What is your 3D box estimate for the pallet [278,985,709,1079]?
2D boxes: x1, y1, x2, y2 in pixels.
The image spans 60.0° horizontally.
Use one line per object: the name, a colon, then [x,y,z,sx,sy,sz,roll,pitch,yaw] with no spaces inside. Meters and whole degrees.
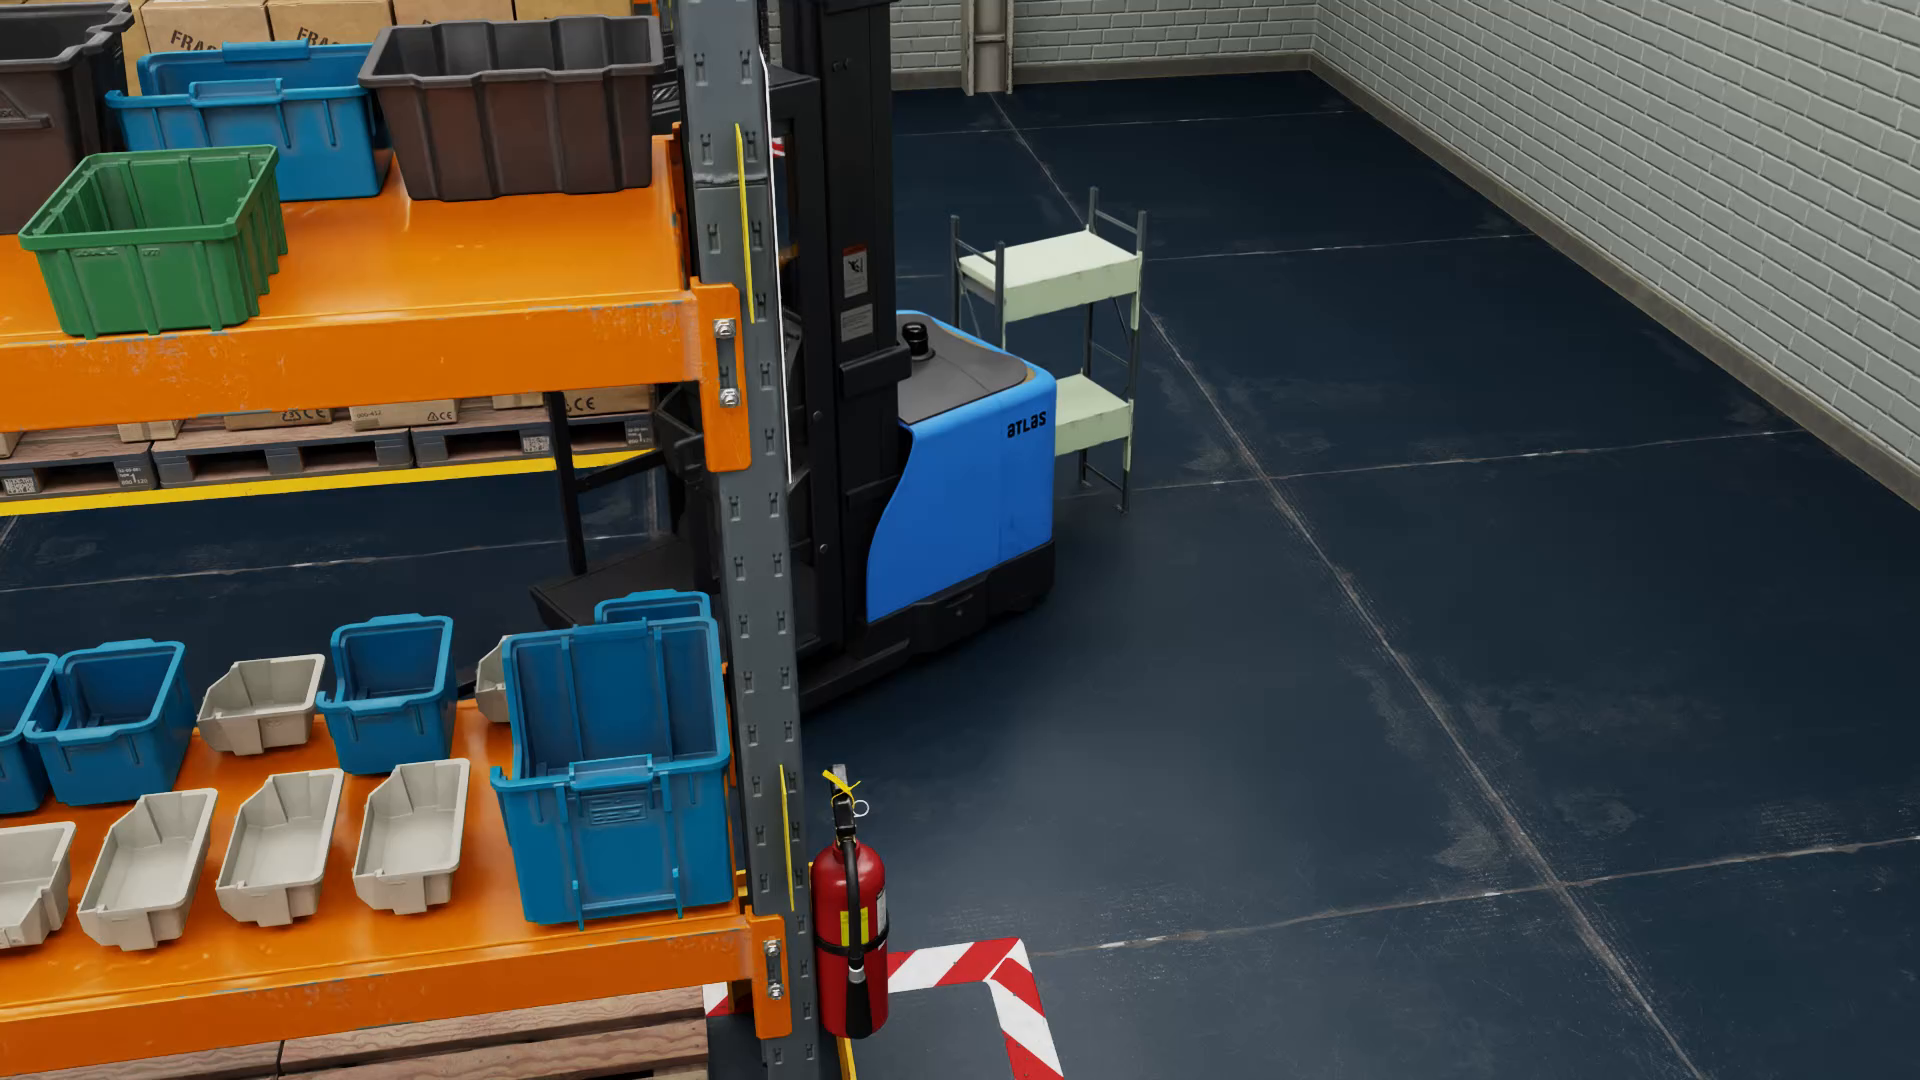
pallet: [-1.302,1.693,4.663,1.213,0.211,1.003,-5,31,-9]

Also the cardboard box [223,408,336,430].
cardboard box: [-3.460,-0.958,8.448,0.637,0.503,0.797,-5,31,-9]

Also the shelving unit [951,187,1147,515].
shelving unit: [0.385,-0.762,7.566,0.755,1.500,0.431,-17,35,-27]

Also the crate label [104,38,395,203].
crate label: [-1.450,-0.871,3.460,0.502,0.251,0.408,-5,31,-9]

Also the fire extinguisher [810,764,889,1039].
fire extinguisher: [-0.254,0.842,3.804,0.183,0.674,0.296,-5,31,-9]

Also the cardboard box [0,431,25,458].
cardboard box: [-4.855,-0.631,8.083,0.500,0.311,0.500,-5,31,-9]

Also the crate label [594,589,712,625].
crate label: [-0.786,0.339,4.320,0.303,0.233,0.416,-5,31,-9]

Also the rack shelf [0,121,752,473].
rack shelf: [-2.451,-0.366,3.163,4.000,0.370,1.077,-5,31,-9]

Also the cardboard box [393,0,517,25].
cardboard box: [-2.258,-2.285,7.592,0.500,0.500,0.500,-4,31,-8]

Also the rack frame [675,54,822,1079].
rack frame: [-0.484,0.435,4.052,0.127,3.000,1.000,-5,31,-9]

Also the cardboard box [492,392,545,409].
cardboard box: [-2.278,-0.839,8.579,0.250,0.166,0.380,-5,31,-9]

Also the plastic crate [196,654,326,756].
plastic crate: [-1.784,0.431,4.259,0.298,0.136,0.250,-5,31,-9]

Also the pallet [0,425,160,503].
pallet: [-4.631,-0.530,8.444,1.213,0.211,1.003,-5,31,-9]

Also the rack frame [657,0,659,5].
rack frame: [-2.268,-4.505,12.452,0.127,3.000,1.000,-5,31,-9]

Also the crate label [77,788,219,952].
crate label: [-1.811,0.744,3.726,0.243,0.136,0.396,-5,31,-9]

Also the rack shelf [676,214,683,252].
rack shelf: [-3.340,-1.543,8.124,4.000,0.370,1.077,-5,31,-9]

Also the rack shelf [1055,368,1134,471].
rack shelf: [0.385,-0.481,7.731,0.720,0.370,0.431,-17,35,-27]

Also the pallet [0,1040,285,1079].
pallet: [-2.500,1.802,4.477,1.213,0.211,1.003,-5,31,-9]

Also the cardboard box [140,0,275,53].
cardboard box: [-3.272,-2.189,7.428,0.500,0.500,0.500,-4,31,-7]

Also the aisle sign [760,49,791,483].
aisle sign: [-0.360,-0.547,3.155,0.004,0.787,0.394,-5,31,-9]

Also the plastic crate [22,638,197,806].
plastic crate: [-2.081,0.460,4.115,0.300,0.233,0.416,-5,31,-9]

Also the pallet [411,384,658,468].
pallet: [-2.231,-0.753,8.823,1.213,0.211,1.003,-5,31,-9]

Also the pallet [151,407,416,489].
pallet: [-3.429,-0.643,8.636,1.213,0.211,1.003,-5,31,-9]

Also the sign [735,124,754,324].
sign: [-0.369,-0.541,2.854,0.005,0.325,0.100,-5,31,-9]

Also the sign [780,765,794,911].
sign: [-0.369,0.637,3.546,0.005,0.325,0.100,-5,31,-9]

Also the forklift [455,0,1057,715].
forklift: [-1.038,-0.715,6.074,3.031,2.935,1.130,-23,38,-34]

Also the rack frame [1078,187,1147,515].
rack frame: [0.699,-0.858,7.729,0.023,1.500,0.400,-17,35,-27]

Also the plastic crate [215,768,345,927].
plastic crate: [-1.541,0.706,3.790,0.243,0.136,0.396,-5,31,-9]

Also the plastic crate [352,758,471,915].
plastic crate: [-1.254,0.687,3.823,0.243,0.136,0.396,-5,31,-9]

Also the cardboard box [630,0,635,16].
cardboard box: [-1.857,-2.600,8.128,0.500,0.500,0.500,-4,31,-7]

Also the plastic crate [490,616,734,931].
plastic crate: [-0.780,0.517,3.817,0.499,0.435,0.616,-5,31,-9]

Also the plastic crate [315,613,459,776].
plastic crate: [-1.434,0.399,4.217,0.300,0.233,0.416,-5,31,-9]

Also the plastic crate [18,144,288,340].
plastic crate: [-1.403,-0.535,2.950,0.336,0.188,0.450,-5,31,-9]

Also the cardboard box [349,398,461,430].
cardboard box: [-2.803,-0.796,8.422,0.500,0.250,0.500,-5,31,-9]

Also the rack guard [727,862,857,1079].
rack guard: [-0.463,1.503,4.700,0.348,0.500,1.175,-5,31,-9]

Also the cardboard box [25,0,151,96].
cardboard box: [-3.780,-2.141,7.347,0.500,0.500,0.500,-6,31,-10]

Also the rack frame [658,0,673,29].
rack frame: [-1.373,-2.035,8.252,0.127,3.000,1.000,-5,31,-9]

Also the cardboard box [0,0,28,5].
cardboard box: [-4.286,-2.094,7.267,0.500,0.500,0.500,-6,31,-10]

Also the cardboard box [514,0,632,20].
cardboard box: [-1.761,-2.332,7.671,0.500,0.500,0.500,-6,31,-9]

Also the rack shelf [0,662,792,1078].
rack shelf: [-2.451,0.927,3.923,4.000,0.370,1.077,-5,31,-9]

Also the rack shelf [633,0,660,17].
rack shelf: [-4.236,-4.012,12.324,4.000,0.370,1.077,-5,31,-9]

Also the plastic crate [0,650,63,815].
plastic crate: [-2.377,0.487,4.069,0.300,0.233,0.416,-5,31,-9]

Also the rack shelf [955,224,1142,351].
rack shelf: [0.385,-1.098,7.368,0.720,0.370,0.431,-17,35,-27]

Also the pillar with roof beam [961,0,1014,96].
pillar with roof beam: [1.007,-5.622,8.434,0.400,9.000,9.100,-5,31,-9]

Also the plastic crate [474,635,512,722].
plastic crate: [-1.117,0.369,4.364,0.298,0.136,0.250,-5,31,-9]

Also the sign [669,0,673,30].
sign: [-1.292,-2.392,7.405,0.005,0.325,0.100,-5,31,-9]

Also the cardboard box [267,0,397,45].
cardboard box: [-2.767,-2.236,7.507,0.500,0.500,0.500,-4,31,-8]

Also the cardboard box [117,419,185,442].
cardboard box: [-4.006,-0.653,8.262,0.250,0.166,0.380,-5,31,-9]

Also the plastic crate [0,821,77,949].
plastic crate: [-2.099,0.780,3.665,0.250,0.136,0.298,-5,31,-9]

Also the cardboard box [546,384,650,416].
cardboard box: [-1.863,-0.975,8.481,0.500,0.500,0.500,-5,31,-9]

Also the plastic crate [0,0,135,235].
plastic crate: [-2.036,-0.829,3.303,0.767,0.338,0.504,-5,31,-9]

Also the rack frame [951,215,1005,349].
rack frame: [0.072,-0.666,7.403,0.023,1.500,0.400,-17,35,-27]

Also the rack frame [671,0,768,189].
rack frame: [-0.484,-2.151,2.531,0.127,3.000,1.000,-5,31,-9]

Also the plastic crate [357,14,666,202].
plastic crate: [-0.913,-0.906,3.501,0.590,0.269,0.497,-5,31,-9]
